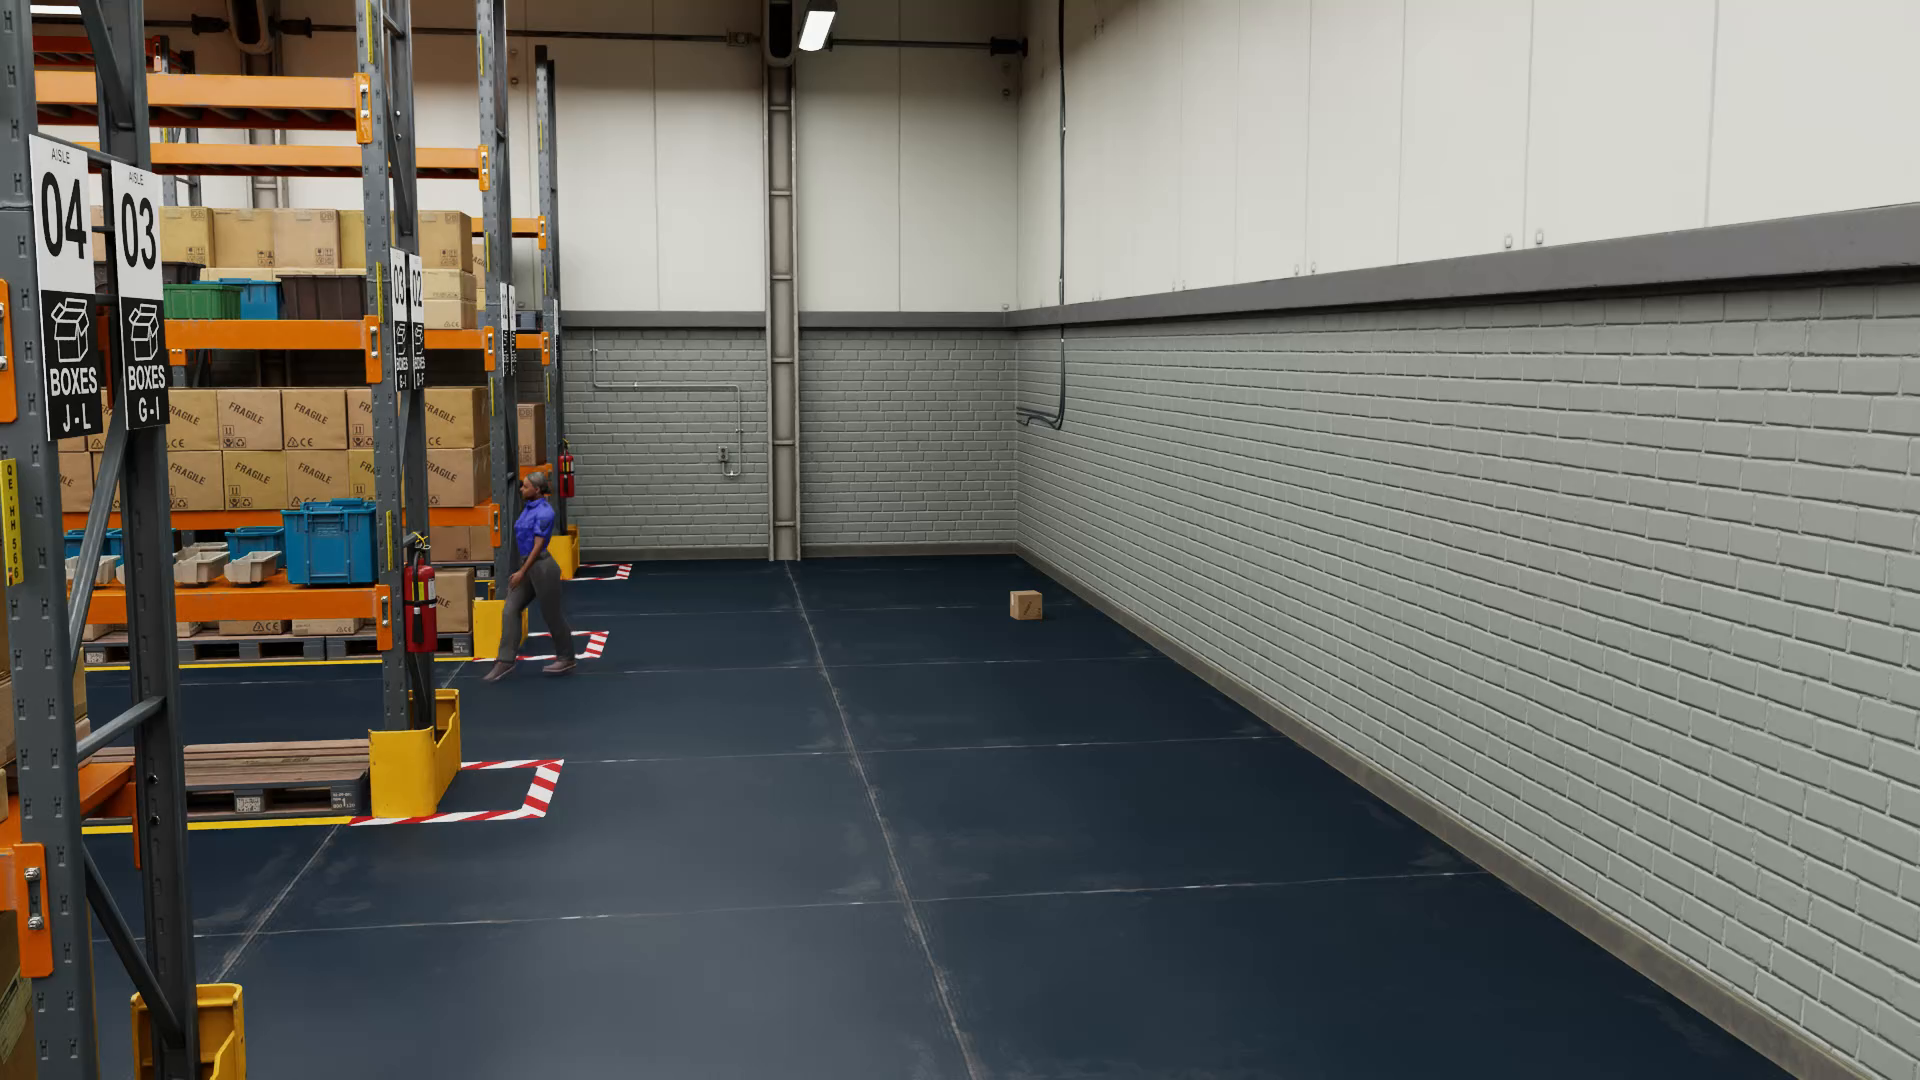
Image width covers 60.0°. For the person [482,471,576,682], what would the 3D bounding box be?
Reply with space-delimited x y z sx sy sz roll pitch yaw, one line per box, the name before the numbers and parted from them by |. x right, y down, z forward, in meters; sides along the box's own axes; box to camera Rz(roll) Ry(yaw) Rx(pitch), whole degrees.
person | -3.462 0.298 13.340 0.741 1.691 0.452 -6 9 -40
